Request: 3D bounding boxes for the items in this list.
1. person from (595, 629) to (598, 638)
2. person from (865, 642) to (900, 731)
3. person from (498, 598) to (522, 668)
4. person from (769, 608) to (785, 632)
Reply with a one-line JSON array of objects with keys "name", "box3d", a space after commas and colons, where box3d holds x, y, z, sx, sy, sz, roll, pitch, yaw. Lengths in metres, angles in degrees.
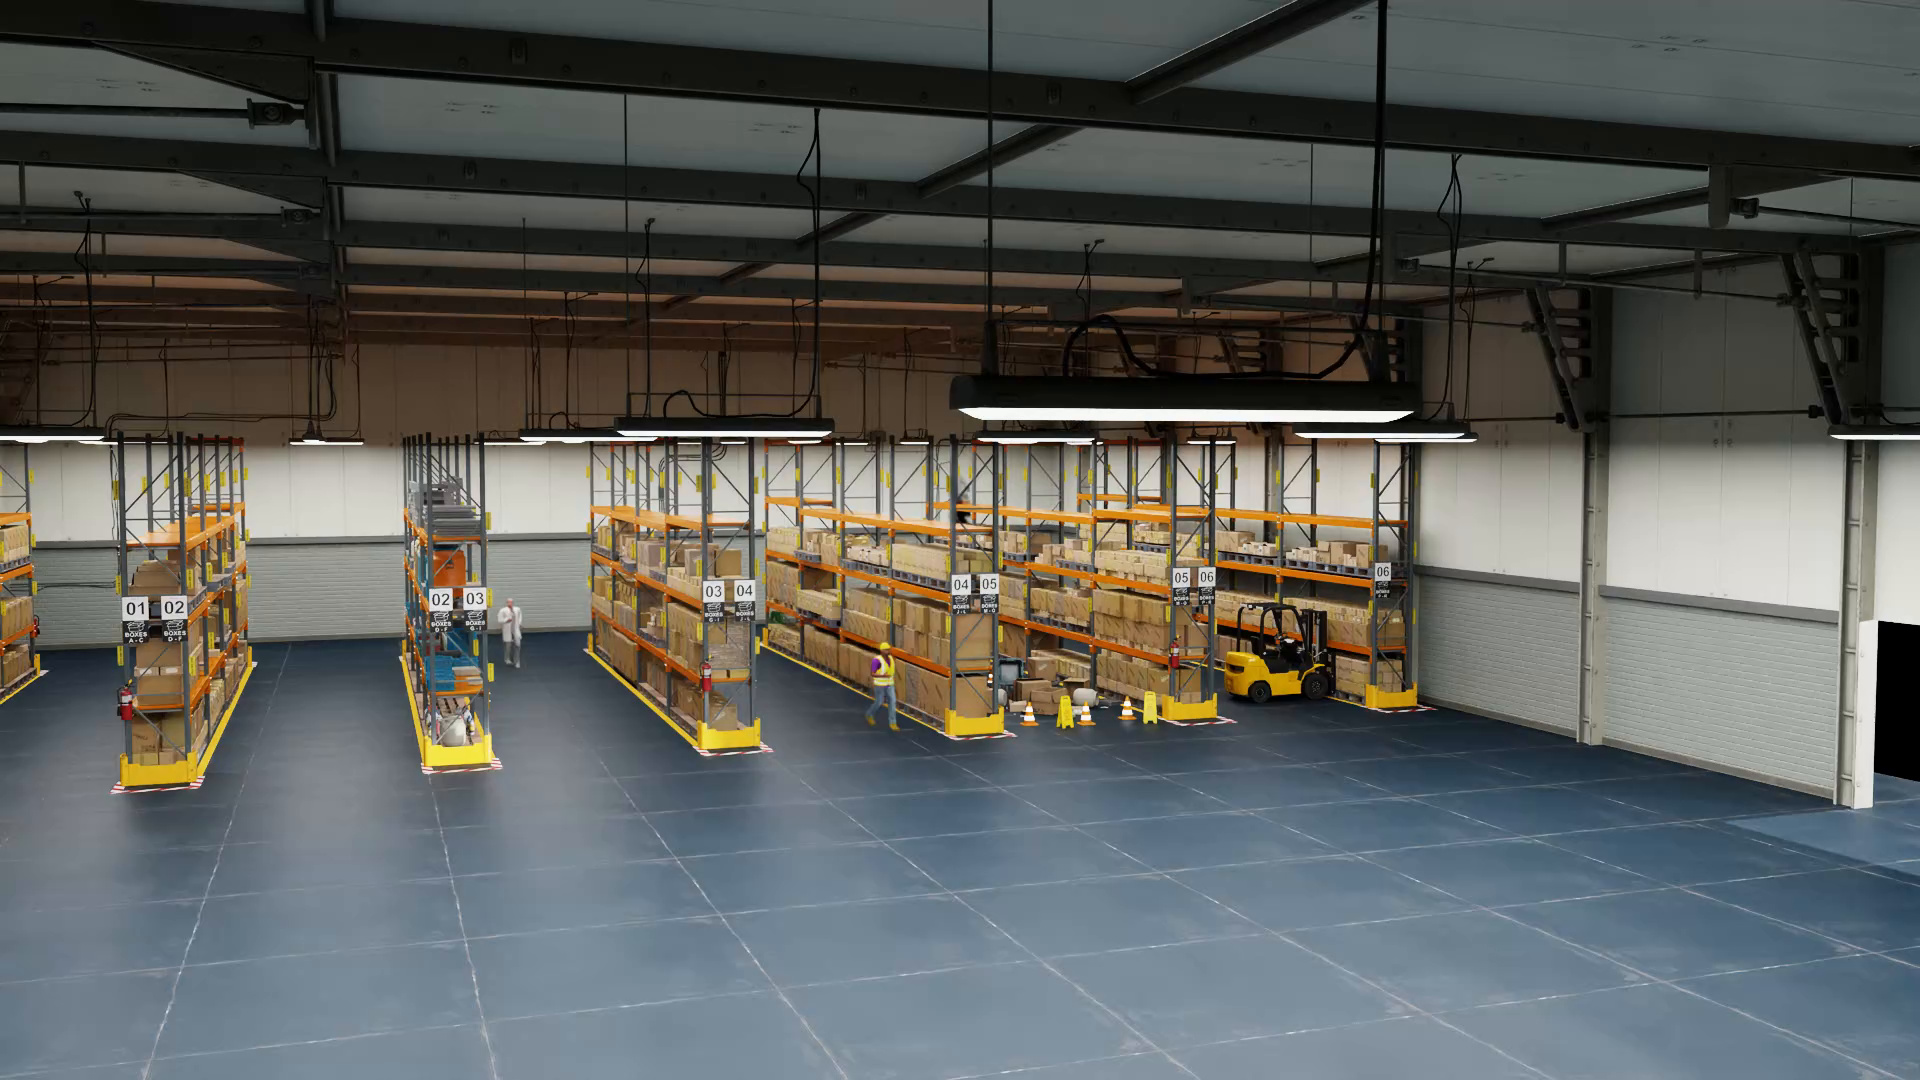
[{"name": "person", "box3d": [-10.307, 2.228, 48.159, 0.793, 1.725, 0.549, 0, 3, 4]}, {"name": "person", "box3d": [-1.574, 2.950, 33.785, 0.660, 1.767, 0.984, -2, 4, -38]}, {"name": "person", "box3d": [-11.743, 2.433, 43.466, 0.687, 1.852, 0.868, -2, 4, -29]}, {"name": "person", "box3d": [-5.474, 2.120, 49.703, 0.873, 1.755, 0.734, 0, 3, -1]}]
